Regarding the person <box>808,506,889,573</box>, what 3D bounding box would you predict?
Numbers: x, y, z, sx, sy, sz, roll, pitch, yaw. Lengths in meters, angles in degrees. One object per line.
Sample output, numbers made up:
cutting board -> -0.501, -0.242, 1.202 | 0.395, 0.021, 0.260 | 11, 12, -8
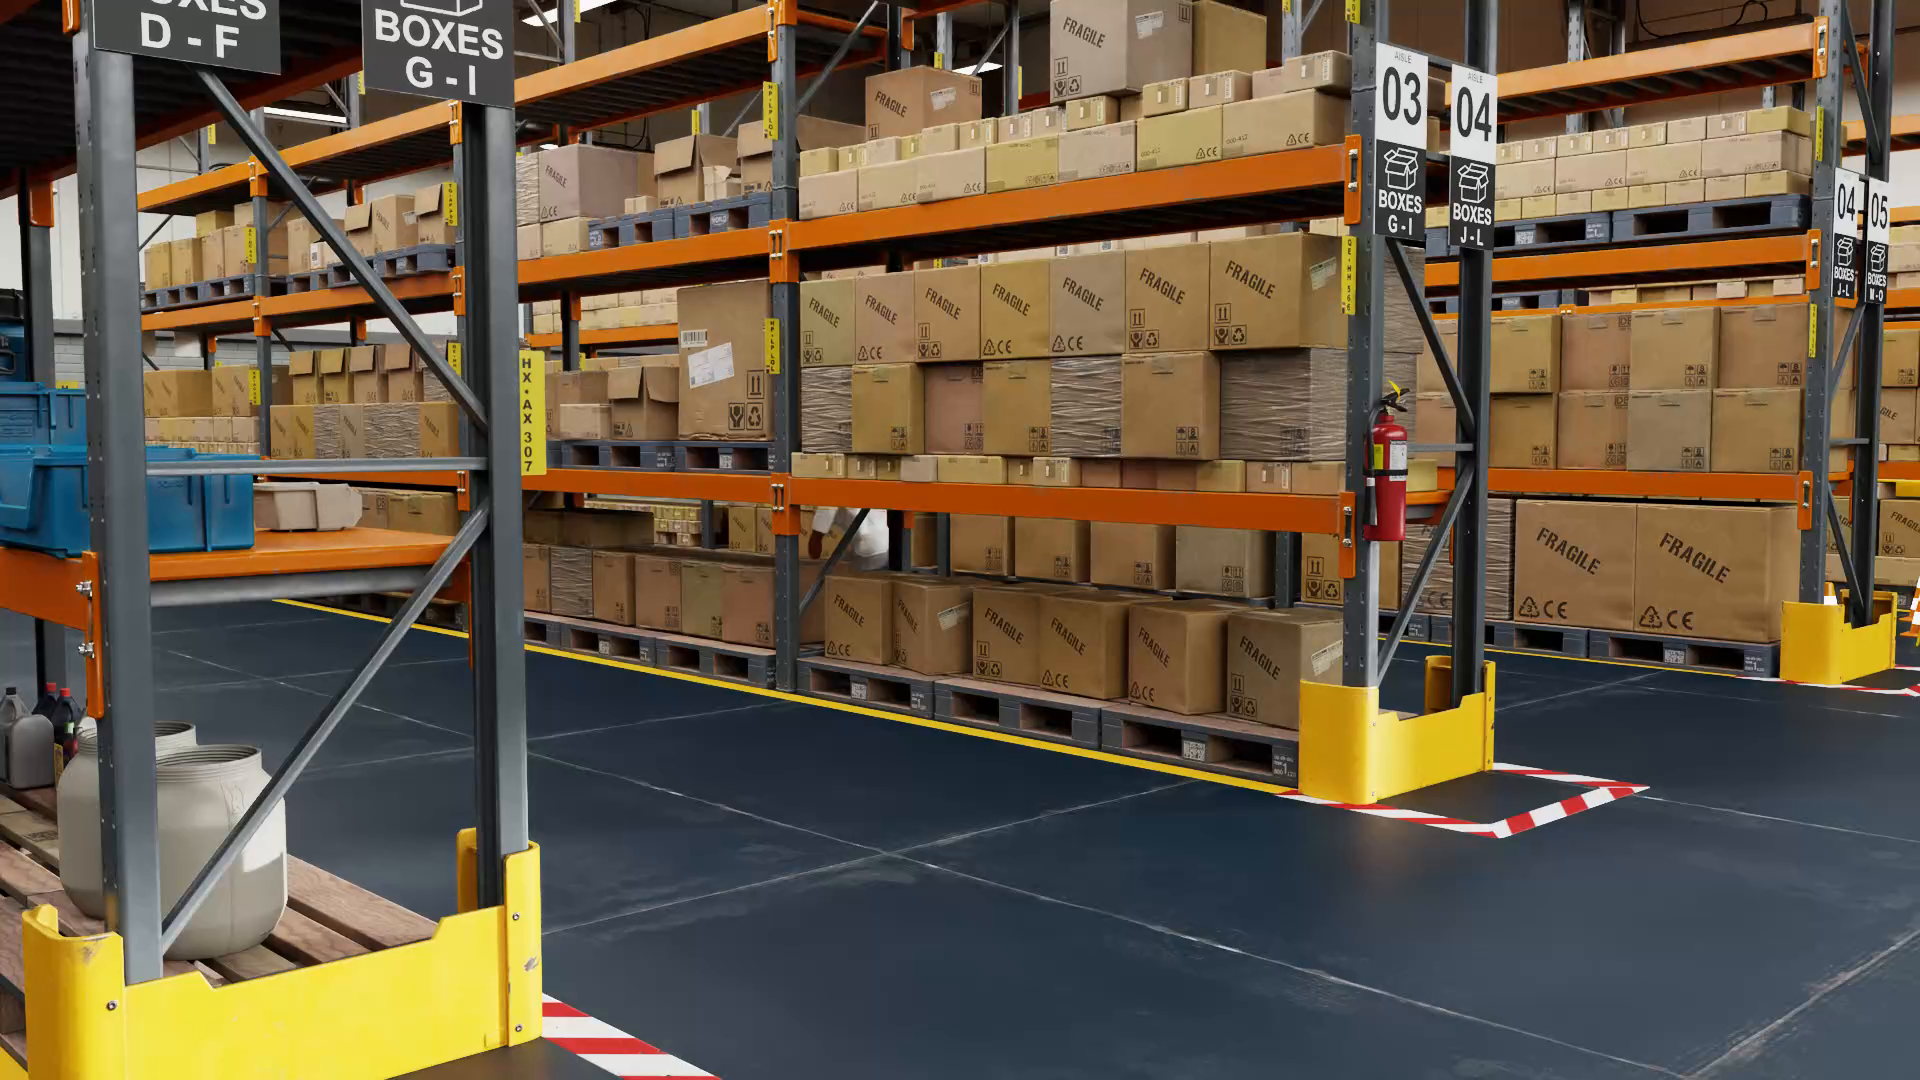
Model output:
person -> -0.802, 0.103, 12.417 | 0.802, 1.317, 0.630 | 4, 5, 42
